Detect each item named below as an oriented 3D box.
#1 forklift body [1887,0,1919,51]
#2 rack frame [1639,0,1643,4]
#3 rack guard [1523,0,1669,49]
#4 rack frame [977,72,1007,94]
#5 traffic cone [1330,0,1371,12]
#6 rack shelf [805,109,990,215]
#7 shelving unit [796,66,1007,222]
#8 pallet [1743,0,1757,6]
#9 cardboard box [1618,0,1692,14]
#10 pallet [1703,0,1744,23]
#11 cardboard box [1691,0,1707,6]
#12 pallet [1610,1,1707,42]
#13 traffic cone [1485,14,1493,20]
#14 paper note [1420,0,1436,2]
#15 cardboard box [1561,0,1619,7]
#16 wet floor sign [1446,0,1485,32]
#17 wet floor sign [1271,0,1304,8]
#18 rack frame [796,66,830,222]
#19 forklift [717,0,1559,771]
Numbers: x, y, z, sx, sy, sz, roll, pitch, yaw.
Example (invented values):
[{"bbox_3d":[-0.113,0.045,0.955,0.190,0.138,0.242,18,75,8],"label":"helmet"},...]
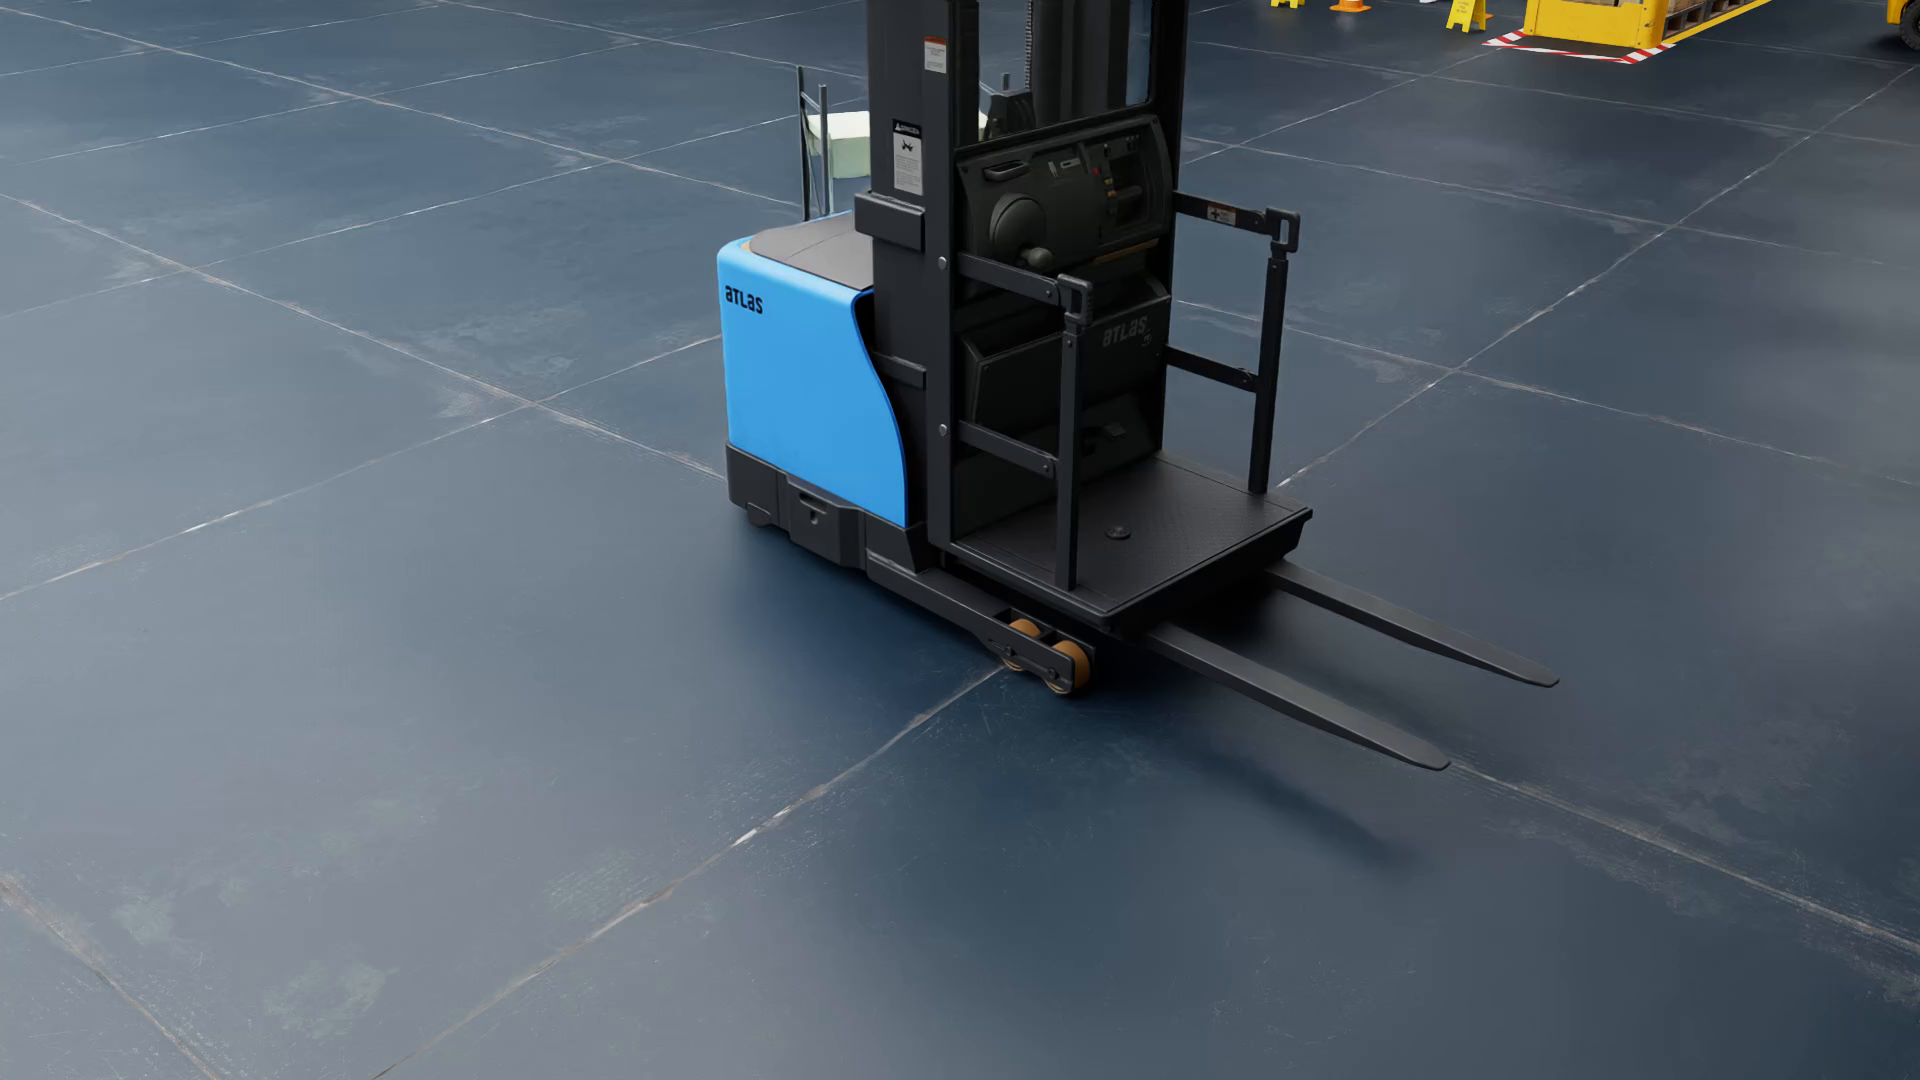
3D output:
[{"bbox_3d":[9.261,-5.198,13.956,2.313,2.155,1.214,21,34,34],"label":"forklift body"},{"bbox_3d":[5.630,-5.818,14.233,1.000,3.000,0.127,21,34,34],"label":"rack frame"},{"bbox_3d":[5.678,-4.735,14.859,1.175,0.500,0.348,21,34,34],"label":"rack guard"},{"bbox_3d":[0.113,-1.251,7.037,0.023,1.500,0.400,-9,29,-16],"label":"rack frame"},{"bbox_3d":[3.835,-5.425,16.233,0.336,0.463,0.334,21,34,34],"label":"traffic cone"},{"bbox_3d":[-0.234,-1.545,6.754,0.720,0.370,0.431,-9,29,-16],"label":"rack shelf"},{"bbox_3d":[-0.234,-1.198,6.933,0.755,1.500,0.431,-9,29,-16],"label":"shelving unit"},{"bbox_3d":[7.774,-5.750,17.134,1.003,0.211,1.213,21,34,34],"label":"pallet"},{"bbox_3d":[6.357,-4.989,15.164,0.500,0.250,0.500,20,34,34],"label":"cardboard box"},{"bbox_3d":[6.999,-5.315,16.295,1.003,0.211,1.213,21,34,34],"label":"pallet"},{"bbox_3d":[6.687,-5.168,15.510,0.500,0.250,0.500,22,35,36],"label":"cardboard box"},{"bbox_3d":[6.222,-4.884,15.462,1.003,0.211,1.213,21,34,34],"label":"pallet"},{"bbox_3d":[4.908,-5.221,15.839,0.336,0.463,0.334,21,34,34],"label":"traffic cone"},{"bbox_3d":[4.695,-5.417,16.687,0.148,0.019,0.142,9,29,17],"label":"paper note"},{"bbox_3d":[5.952,-5.157,15.490,0.500,0.250,0.500,21,34,34],"label":"cardboard box"},{"bbox_3d":[4.684,-5.018,15.248,0.232,0.644,0.267,-15,31,-27],"label":"wet floor sign"},{"bbox_3d":[3.256,-5.595,16.362,0.267,0.644,0.232,15,31,26],"label":"wet floor sign"},{"bbox_3d":[-0.581,-1.145,6.830,0.023,1.500,0.400,-9,29,-16],"label":"rack frame"},{"bbox_3d":[0.496,-1.079,5.146,1.130,2.935,3.031,-24,36,-38],"label":"forklift"}]
